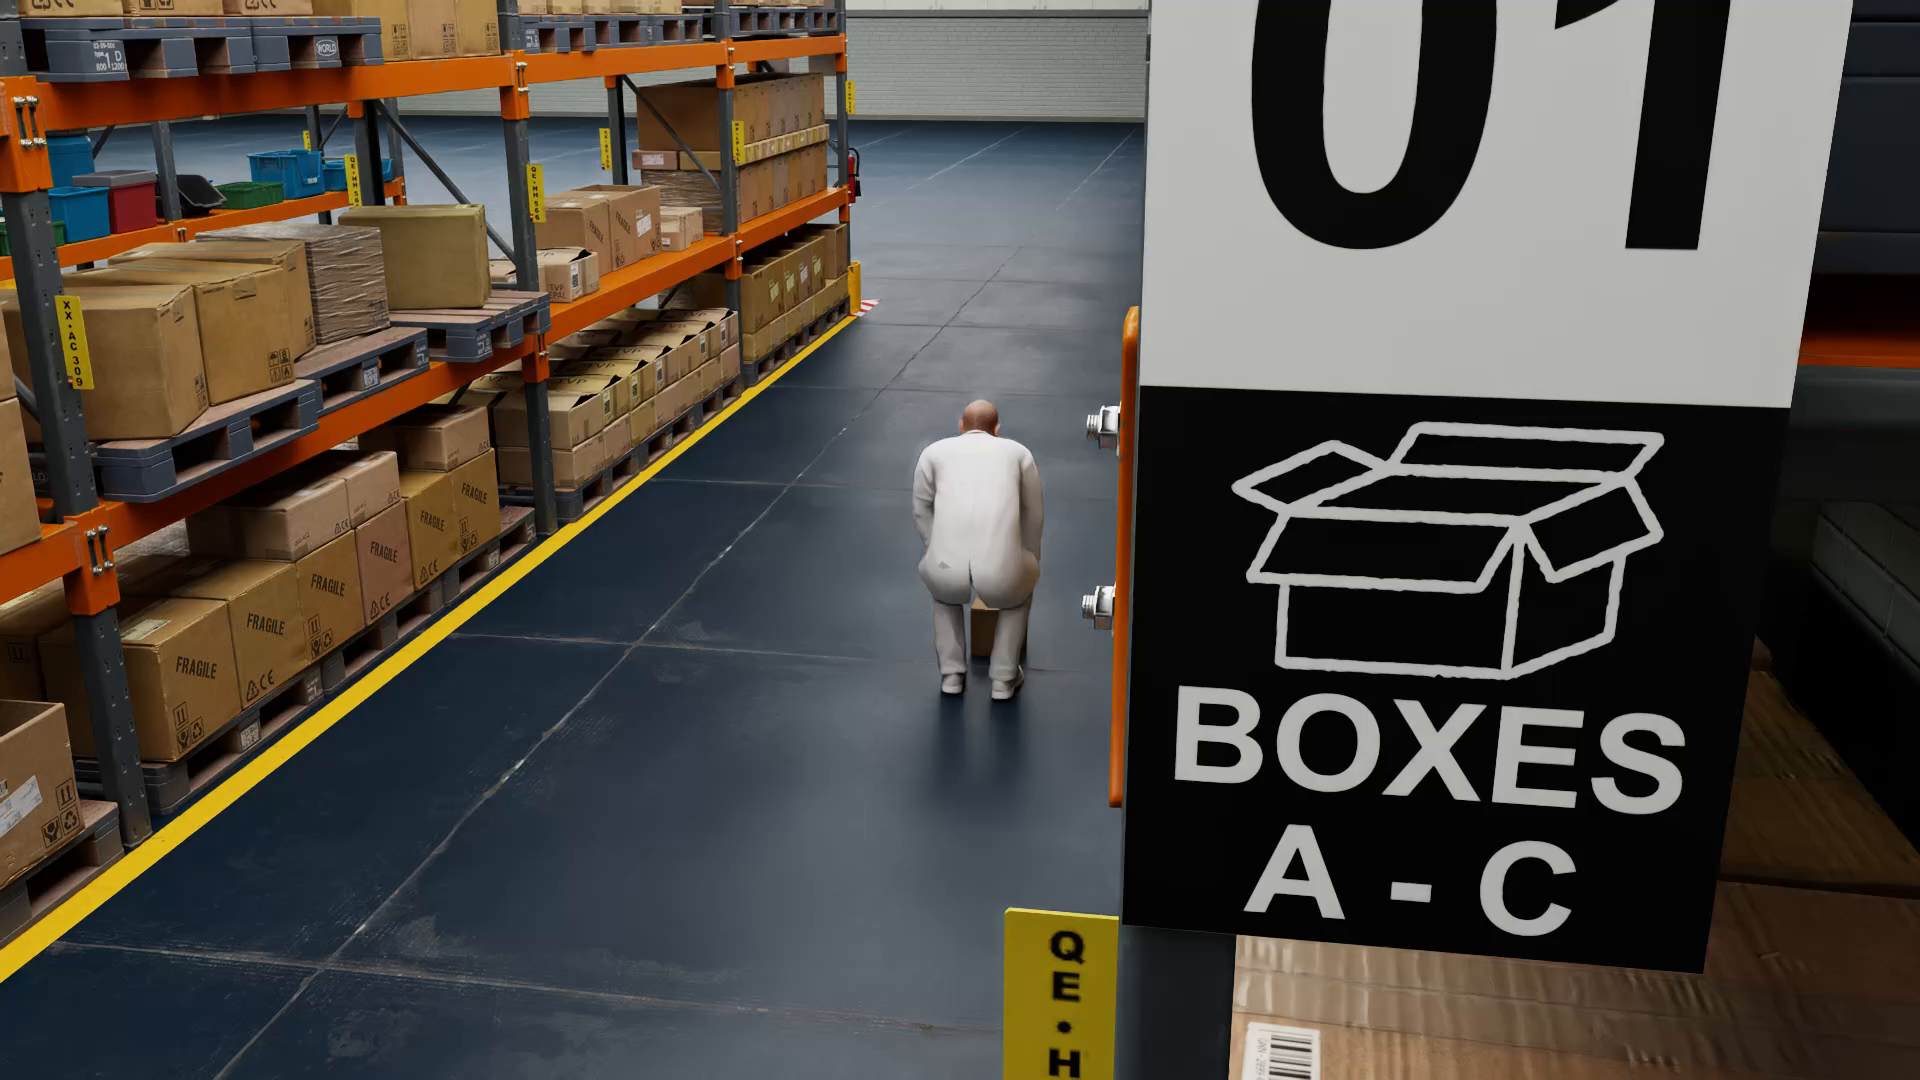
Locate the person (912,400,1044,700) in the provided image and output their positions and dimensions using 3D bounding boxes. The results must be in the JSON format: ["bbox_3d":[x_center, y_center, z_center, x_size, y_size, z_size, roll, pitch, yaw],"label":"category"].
[{"bbox_3d":[0.067,0.058,7.708,0.631,1.287,0.780,3,18,9],"label":"person"}]
